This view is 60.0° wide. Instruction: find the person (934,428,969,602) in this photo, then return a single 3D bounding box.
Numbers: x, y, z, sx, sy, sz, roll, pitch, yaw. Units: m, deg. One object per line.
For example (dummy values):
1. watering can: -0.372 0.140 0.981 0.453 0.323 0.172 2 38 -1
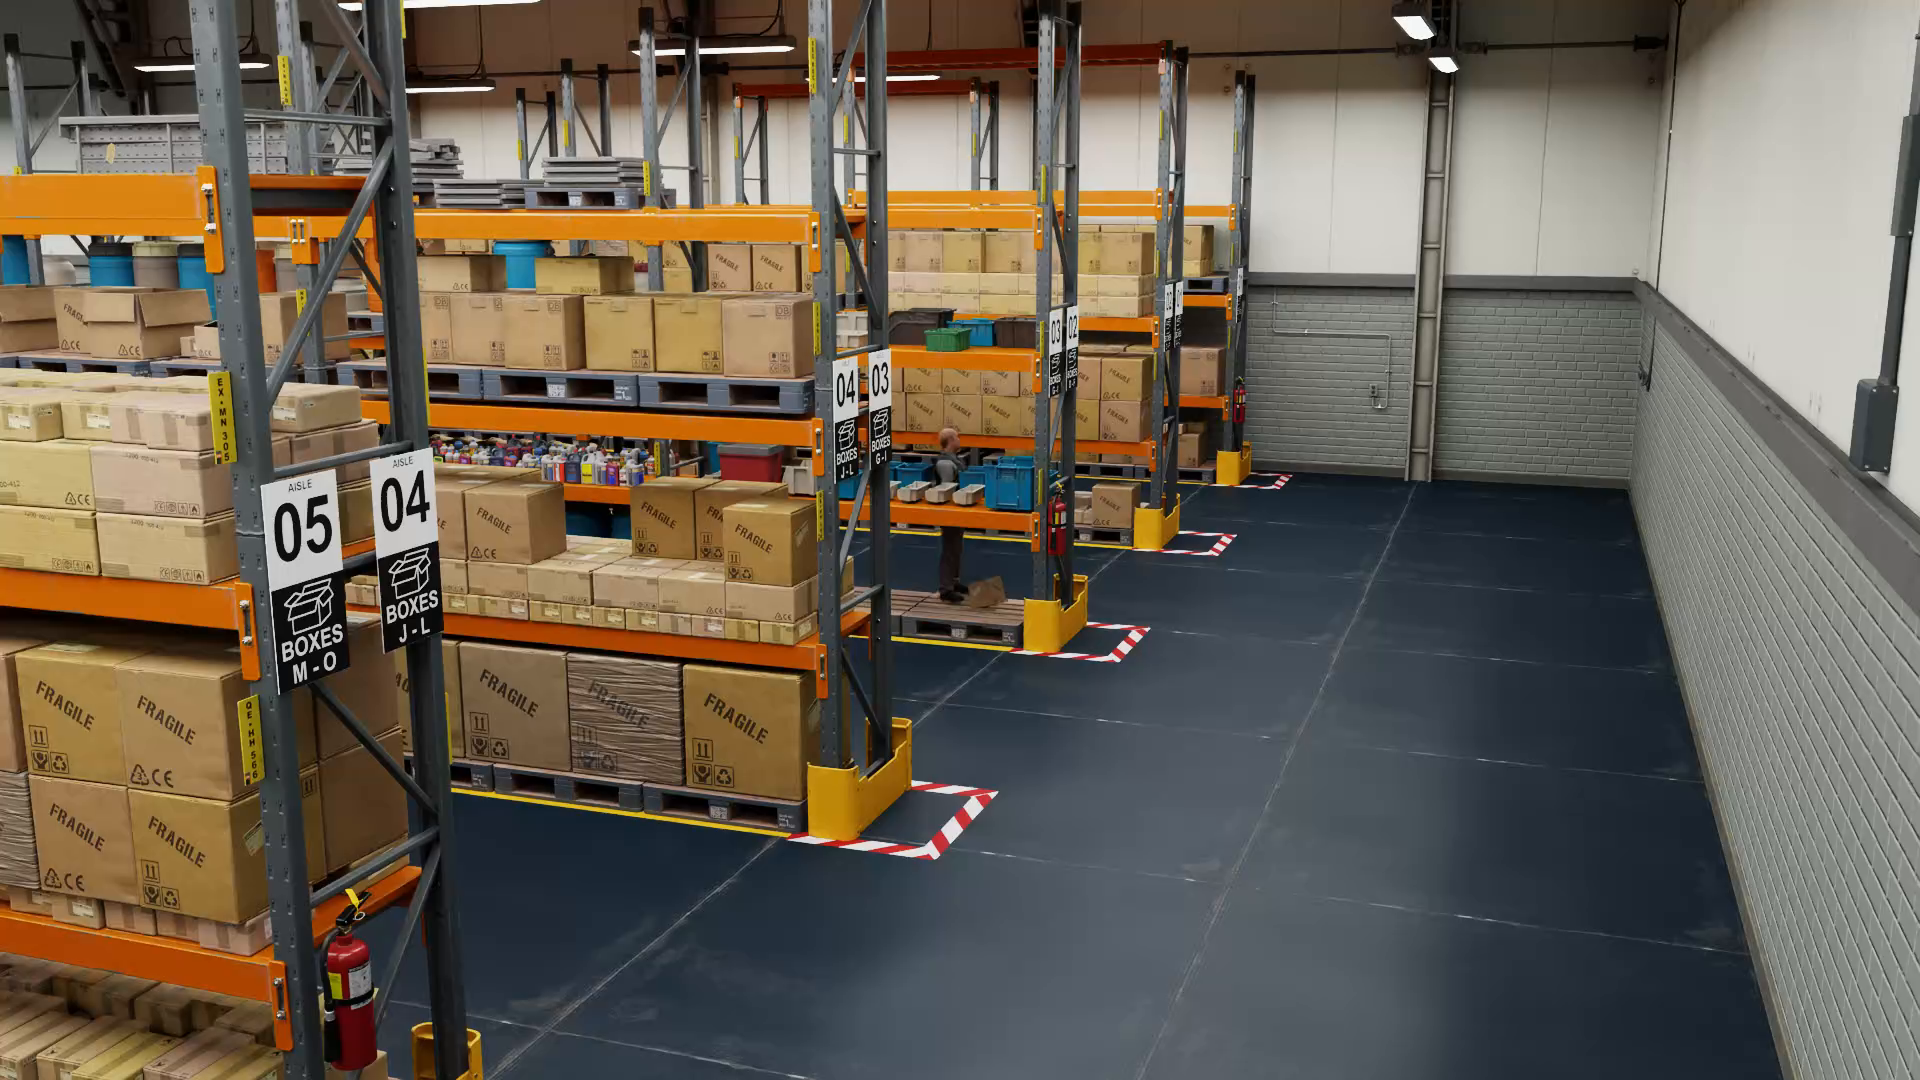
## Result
1. person: -0.061 -0.273 16.828 0.399 1.725 0.564 1 12 6
